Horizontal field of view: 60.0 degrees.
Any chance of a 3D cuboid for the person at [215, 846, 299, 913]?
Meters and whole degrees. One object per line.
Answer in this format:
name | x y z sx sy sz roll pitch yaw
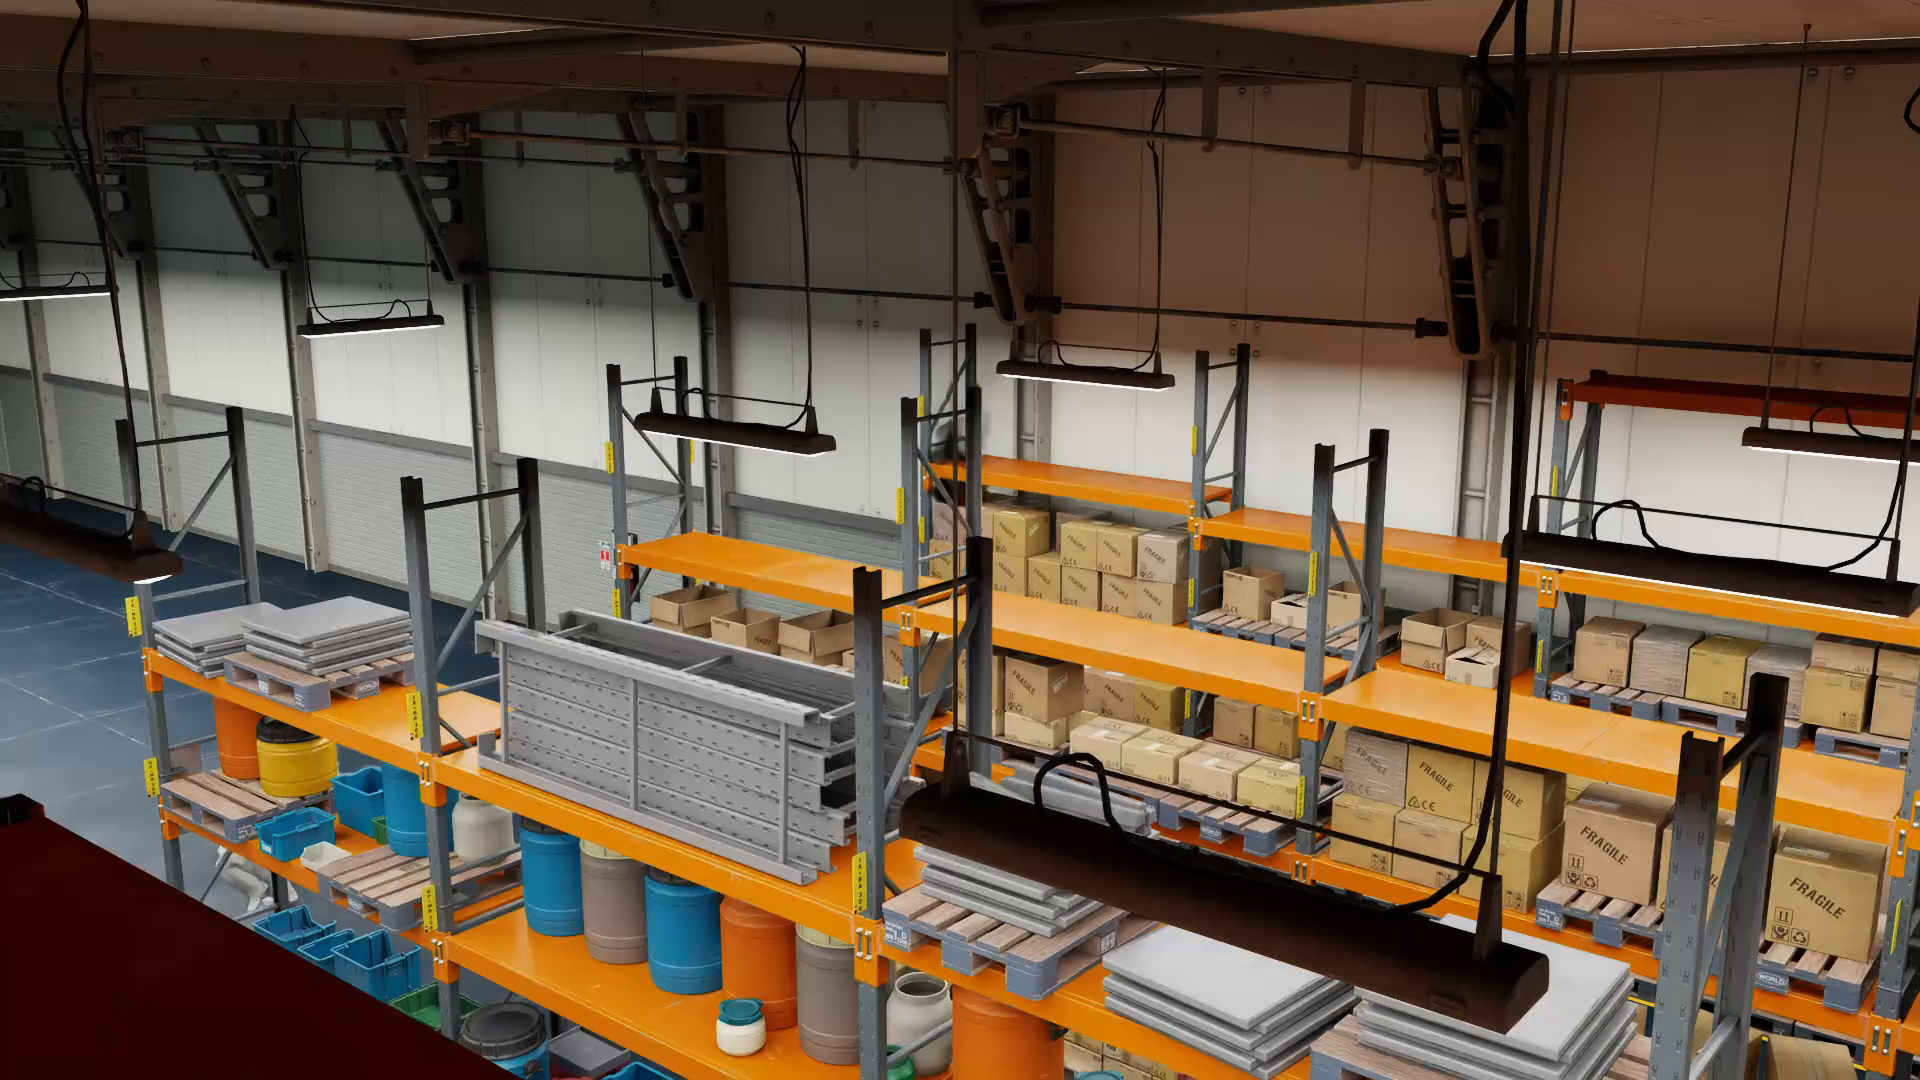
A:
person | -7.715 3.213 17.992 0.900 1.734 0.724 -4 13 -16
